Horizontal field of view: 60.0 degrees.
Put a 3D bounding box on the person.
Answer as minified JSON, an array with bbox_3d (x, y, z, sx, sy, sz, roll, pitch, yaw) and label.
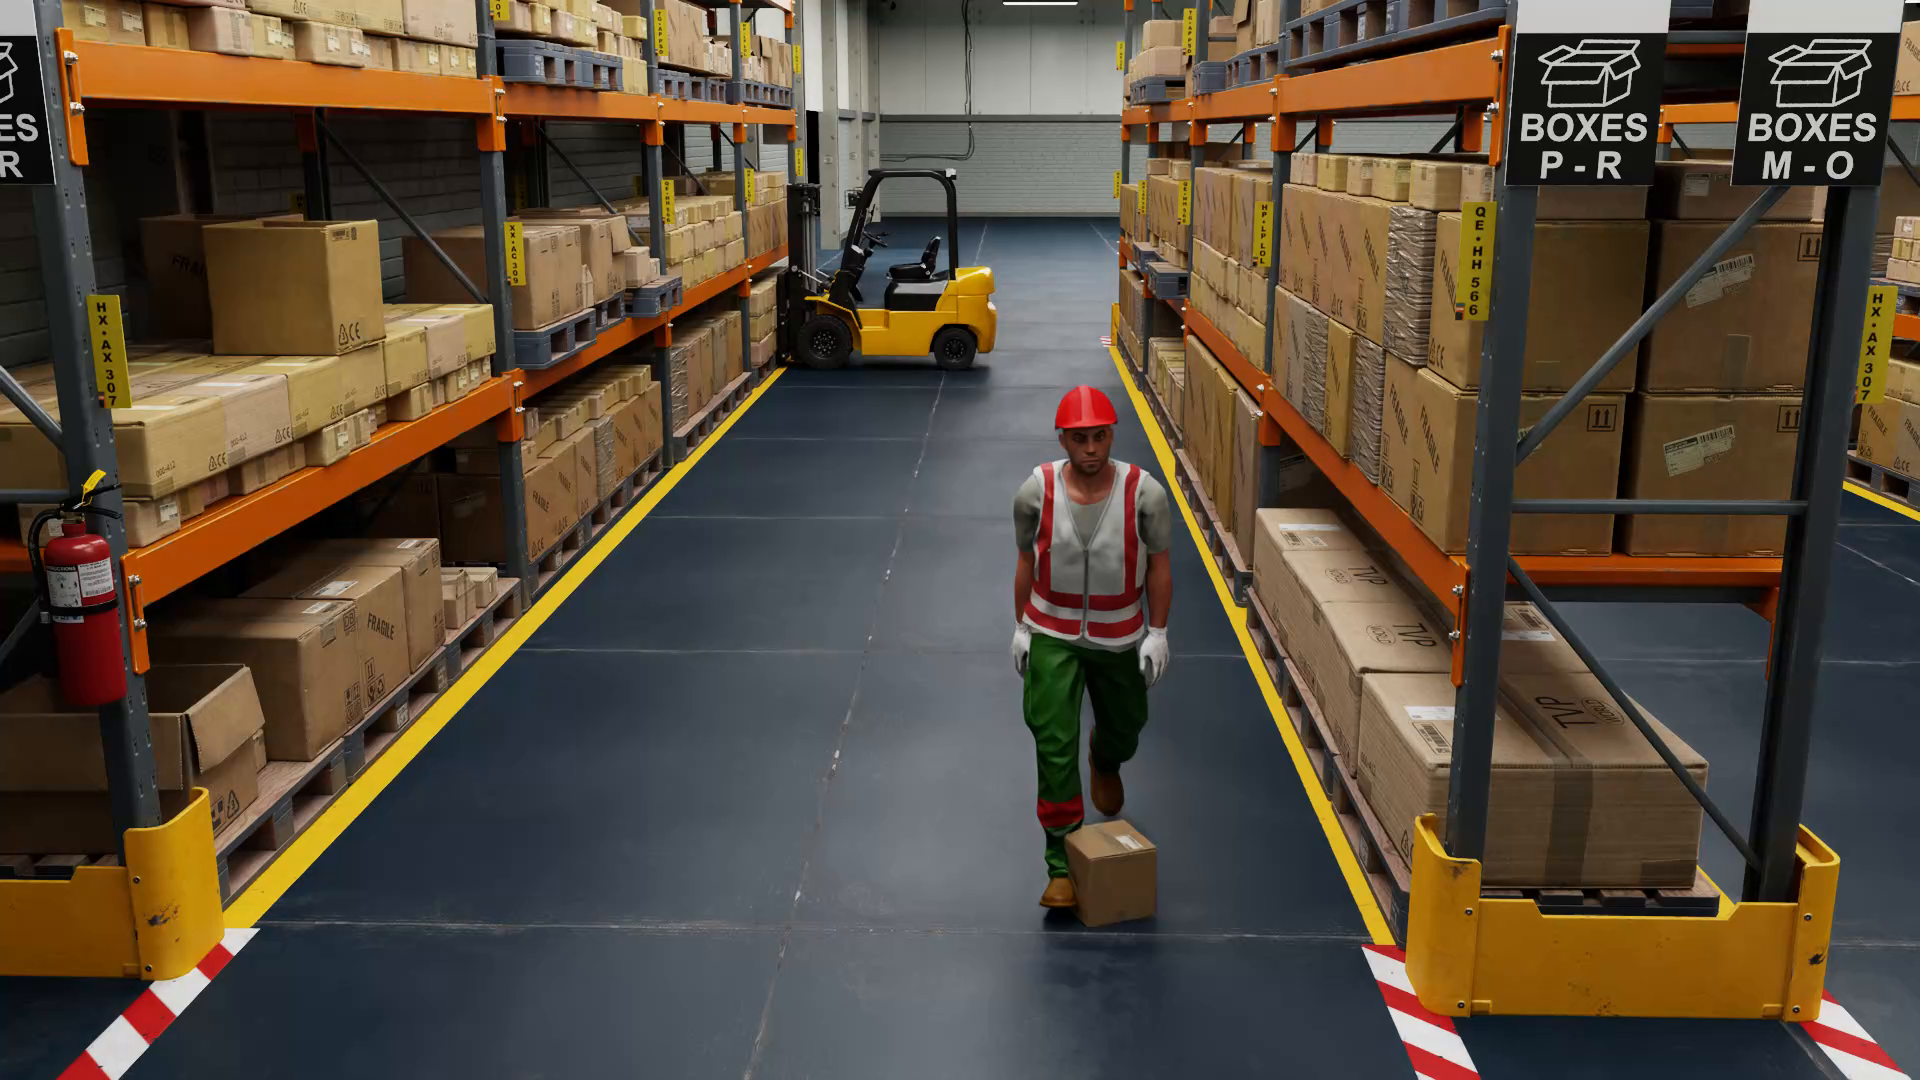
[{"bbox_3d":[0.449,0.309,5.729,0.548,1.750,0.993,1,14,3],"label":"person"}]
